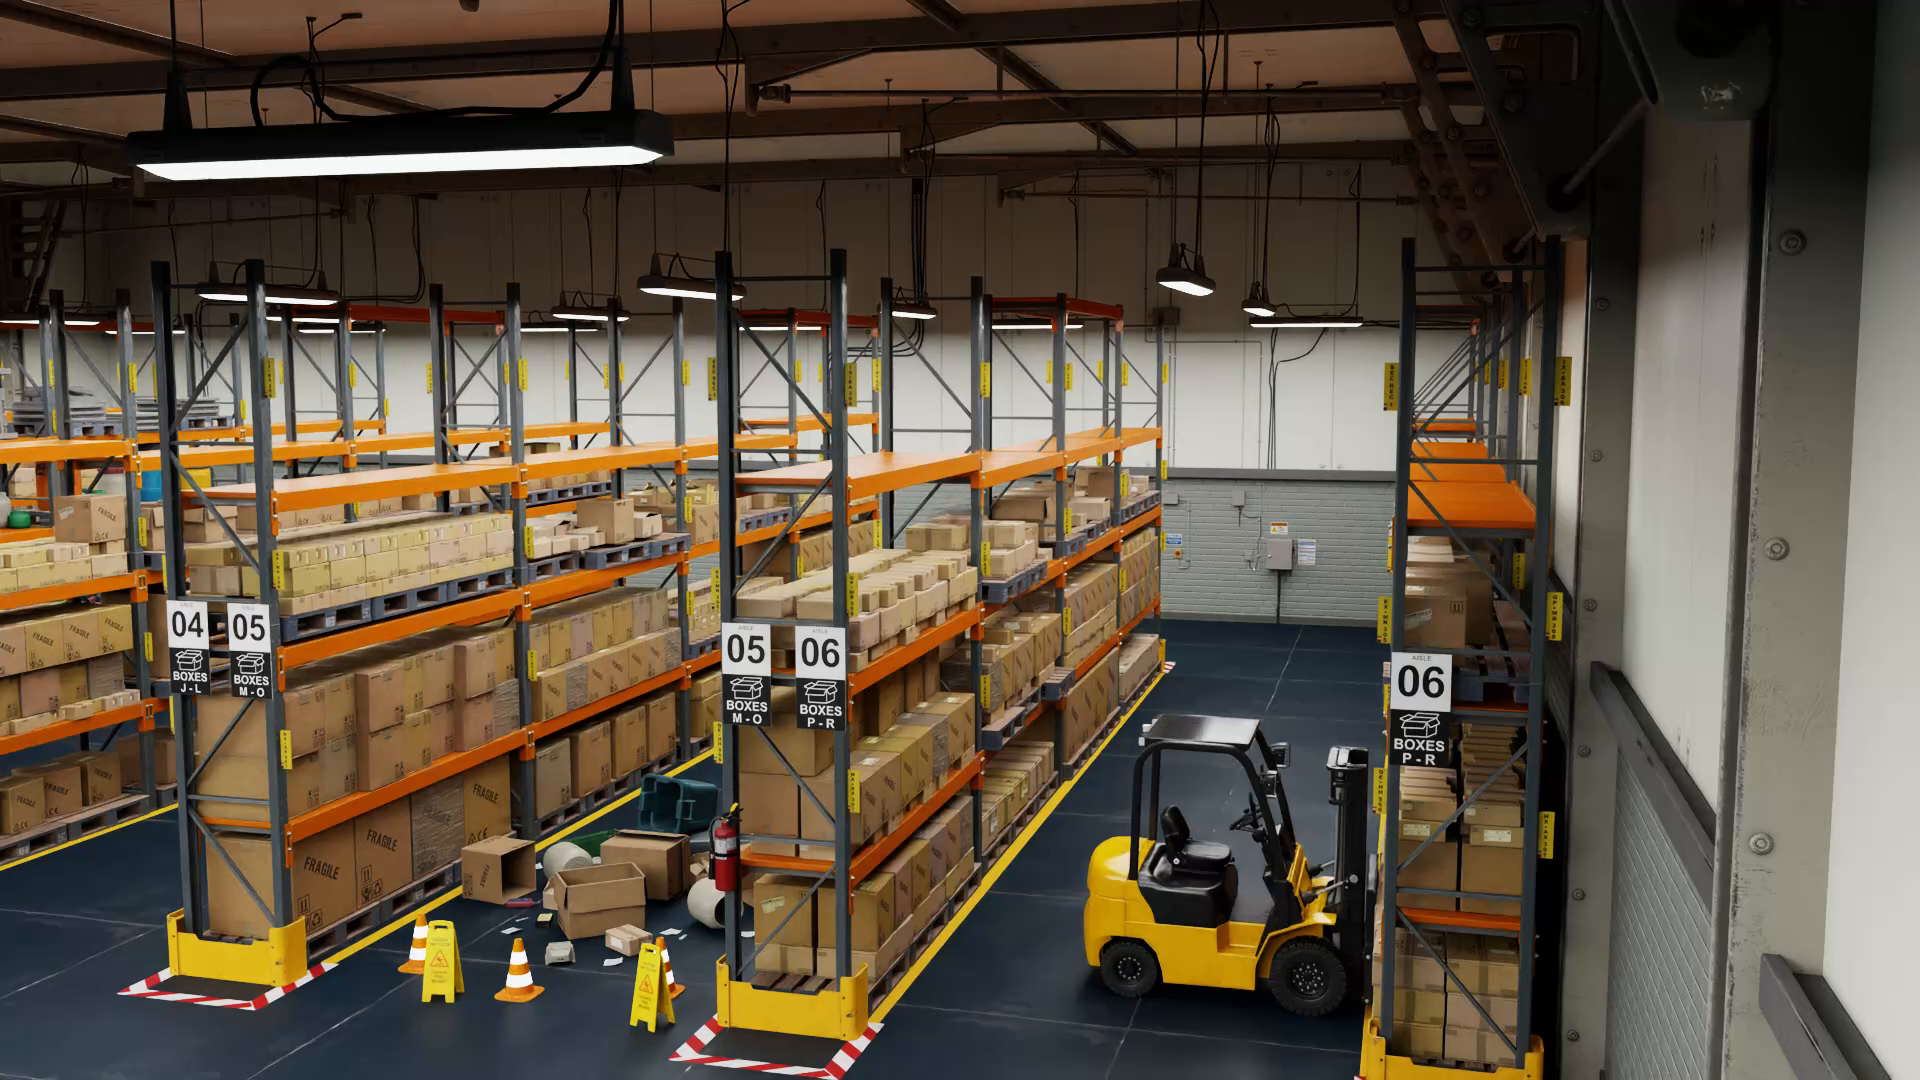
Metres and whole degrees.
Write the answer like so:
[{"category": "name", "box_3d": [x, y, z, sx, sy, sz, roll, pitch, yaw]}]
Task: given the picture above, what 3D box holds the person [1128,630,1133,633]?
[{"category": "person", "box_3d": [2.959, 1.093, 31.198, 0.597, 1.647, 0.488, -1, 6, -9]}]
